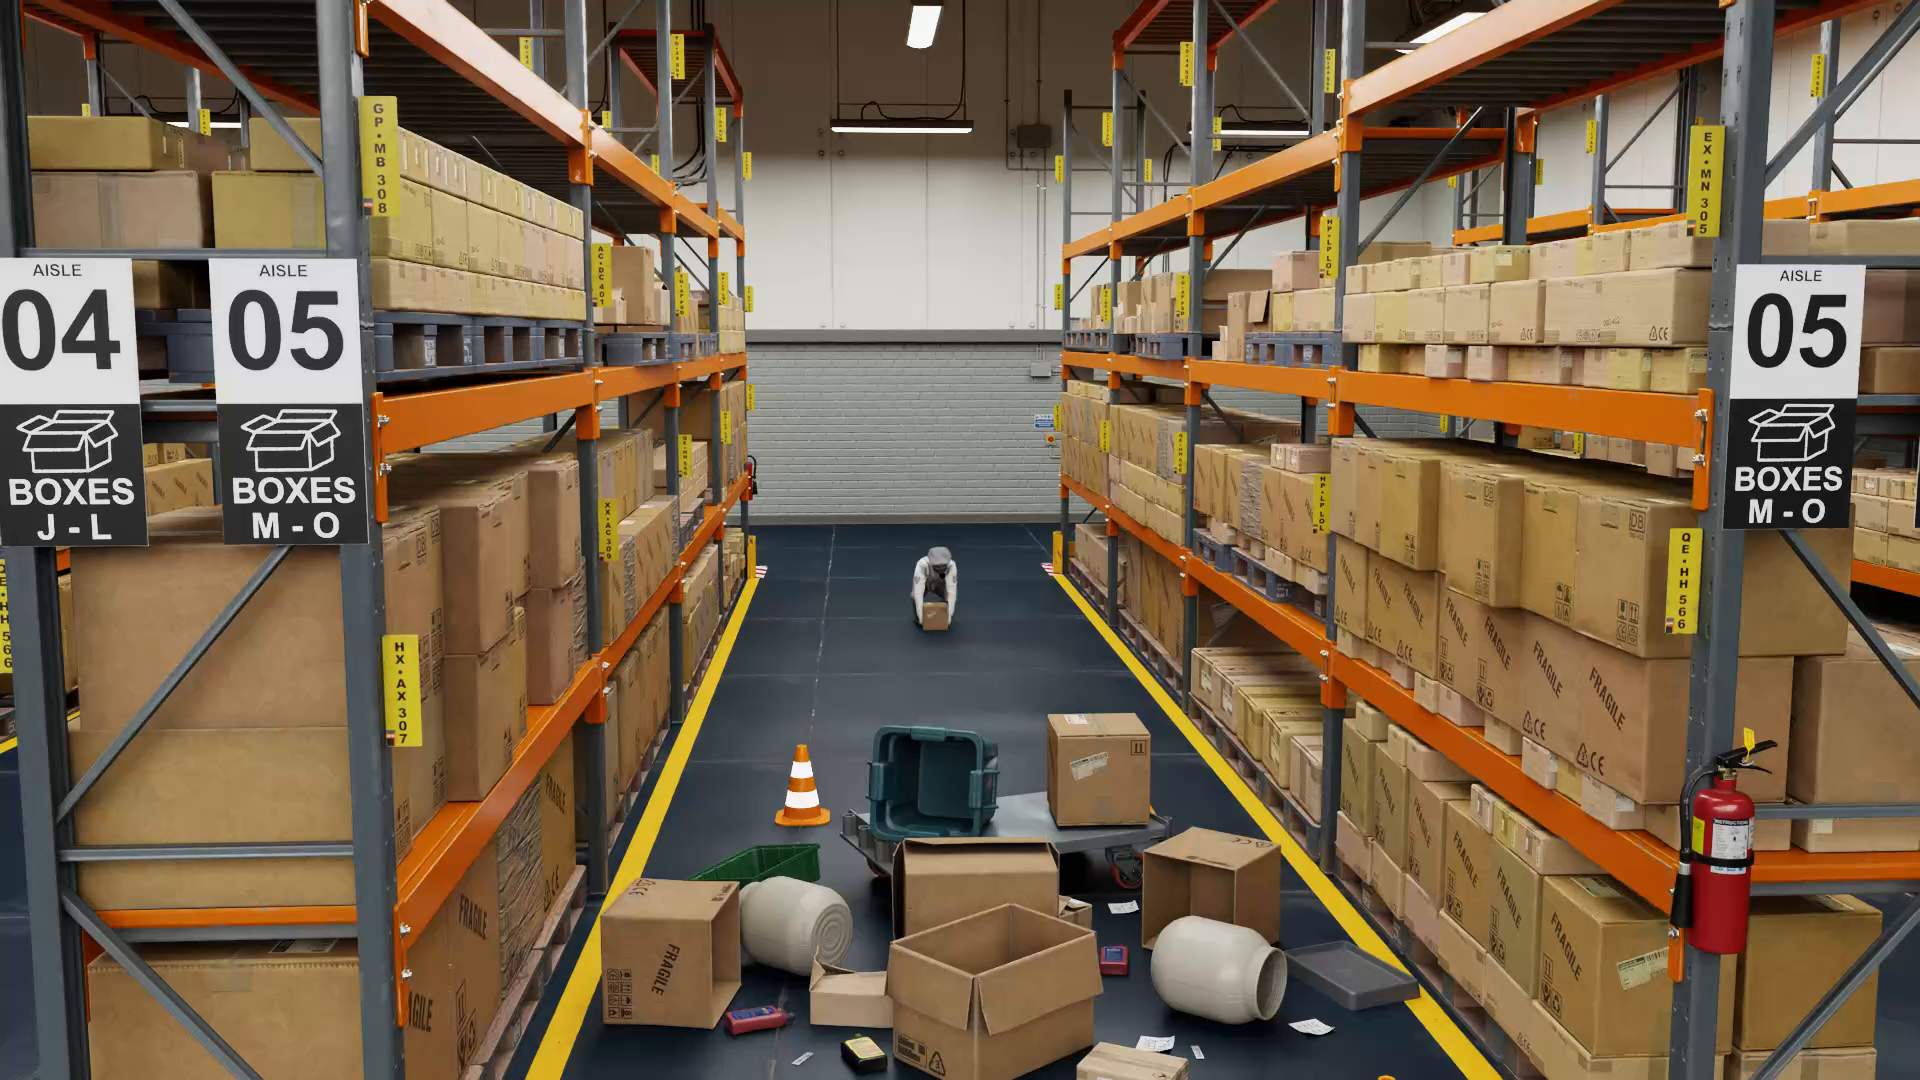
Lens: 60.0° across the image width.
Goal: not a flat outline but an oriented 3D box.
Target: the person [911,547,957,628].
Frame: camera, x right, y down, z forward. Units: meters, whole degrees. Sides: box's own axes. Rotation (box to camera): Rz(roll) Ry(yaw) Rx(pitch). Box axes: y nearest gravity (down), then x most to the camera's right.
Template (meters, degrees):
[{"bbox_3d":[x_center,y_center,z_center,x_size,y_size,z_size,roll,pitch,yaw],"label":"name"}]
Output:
[{"bbox_3d":[-0.280,0.461,17.397,0.481,0.853,0.851,0,7,-4],"label":"person"}]
